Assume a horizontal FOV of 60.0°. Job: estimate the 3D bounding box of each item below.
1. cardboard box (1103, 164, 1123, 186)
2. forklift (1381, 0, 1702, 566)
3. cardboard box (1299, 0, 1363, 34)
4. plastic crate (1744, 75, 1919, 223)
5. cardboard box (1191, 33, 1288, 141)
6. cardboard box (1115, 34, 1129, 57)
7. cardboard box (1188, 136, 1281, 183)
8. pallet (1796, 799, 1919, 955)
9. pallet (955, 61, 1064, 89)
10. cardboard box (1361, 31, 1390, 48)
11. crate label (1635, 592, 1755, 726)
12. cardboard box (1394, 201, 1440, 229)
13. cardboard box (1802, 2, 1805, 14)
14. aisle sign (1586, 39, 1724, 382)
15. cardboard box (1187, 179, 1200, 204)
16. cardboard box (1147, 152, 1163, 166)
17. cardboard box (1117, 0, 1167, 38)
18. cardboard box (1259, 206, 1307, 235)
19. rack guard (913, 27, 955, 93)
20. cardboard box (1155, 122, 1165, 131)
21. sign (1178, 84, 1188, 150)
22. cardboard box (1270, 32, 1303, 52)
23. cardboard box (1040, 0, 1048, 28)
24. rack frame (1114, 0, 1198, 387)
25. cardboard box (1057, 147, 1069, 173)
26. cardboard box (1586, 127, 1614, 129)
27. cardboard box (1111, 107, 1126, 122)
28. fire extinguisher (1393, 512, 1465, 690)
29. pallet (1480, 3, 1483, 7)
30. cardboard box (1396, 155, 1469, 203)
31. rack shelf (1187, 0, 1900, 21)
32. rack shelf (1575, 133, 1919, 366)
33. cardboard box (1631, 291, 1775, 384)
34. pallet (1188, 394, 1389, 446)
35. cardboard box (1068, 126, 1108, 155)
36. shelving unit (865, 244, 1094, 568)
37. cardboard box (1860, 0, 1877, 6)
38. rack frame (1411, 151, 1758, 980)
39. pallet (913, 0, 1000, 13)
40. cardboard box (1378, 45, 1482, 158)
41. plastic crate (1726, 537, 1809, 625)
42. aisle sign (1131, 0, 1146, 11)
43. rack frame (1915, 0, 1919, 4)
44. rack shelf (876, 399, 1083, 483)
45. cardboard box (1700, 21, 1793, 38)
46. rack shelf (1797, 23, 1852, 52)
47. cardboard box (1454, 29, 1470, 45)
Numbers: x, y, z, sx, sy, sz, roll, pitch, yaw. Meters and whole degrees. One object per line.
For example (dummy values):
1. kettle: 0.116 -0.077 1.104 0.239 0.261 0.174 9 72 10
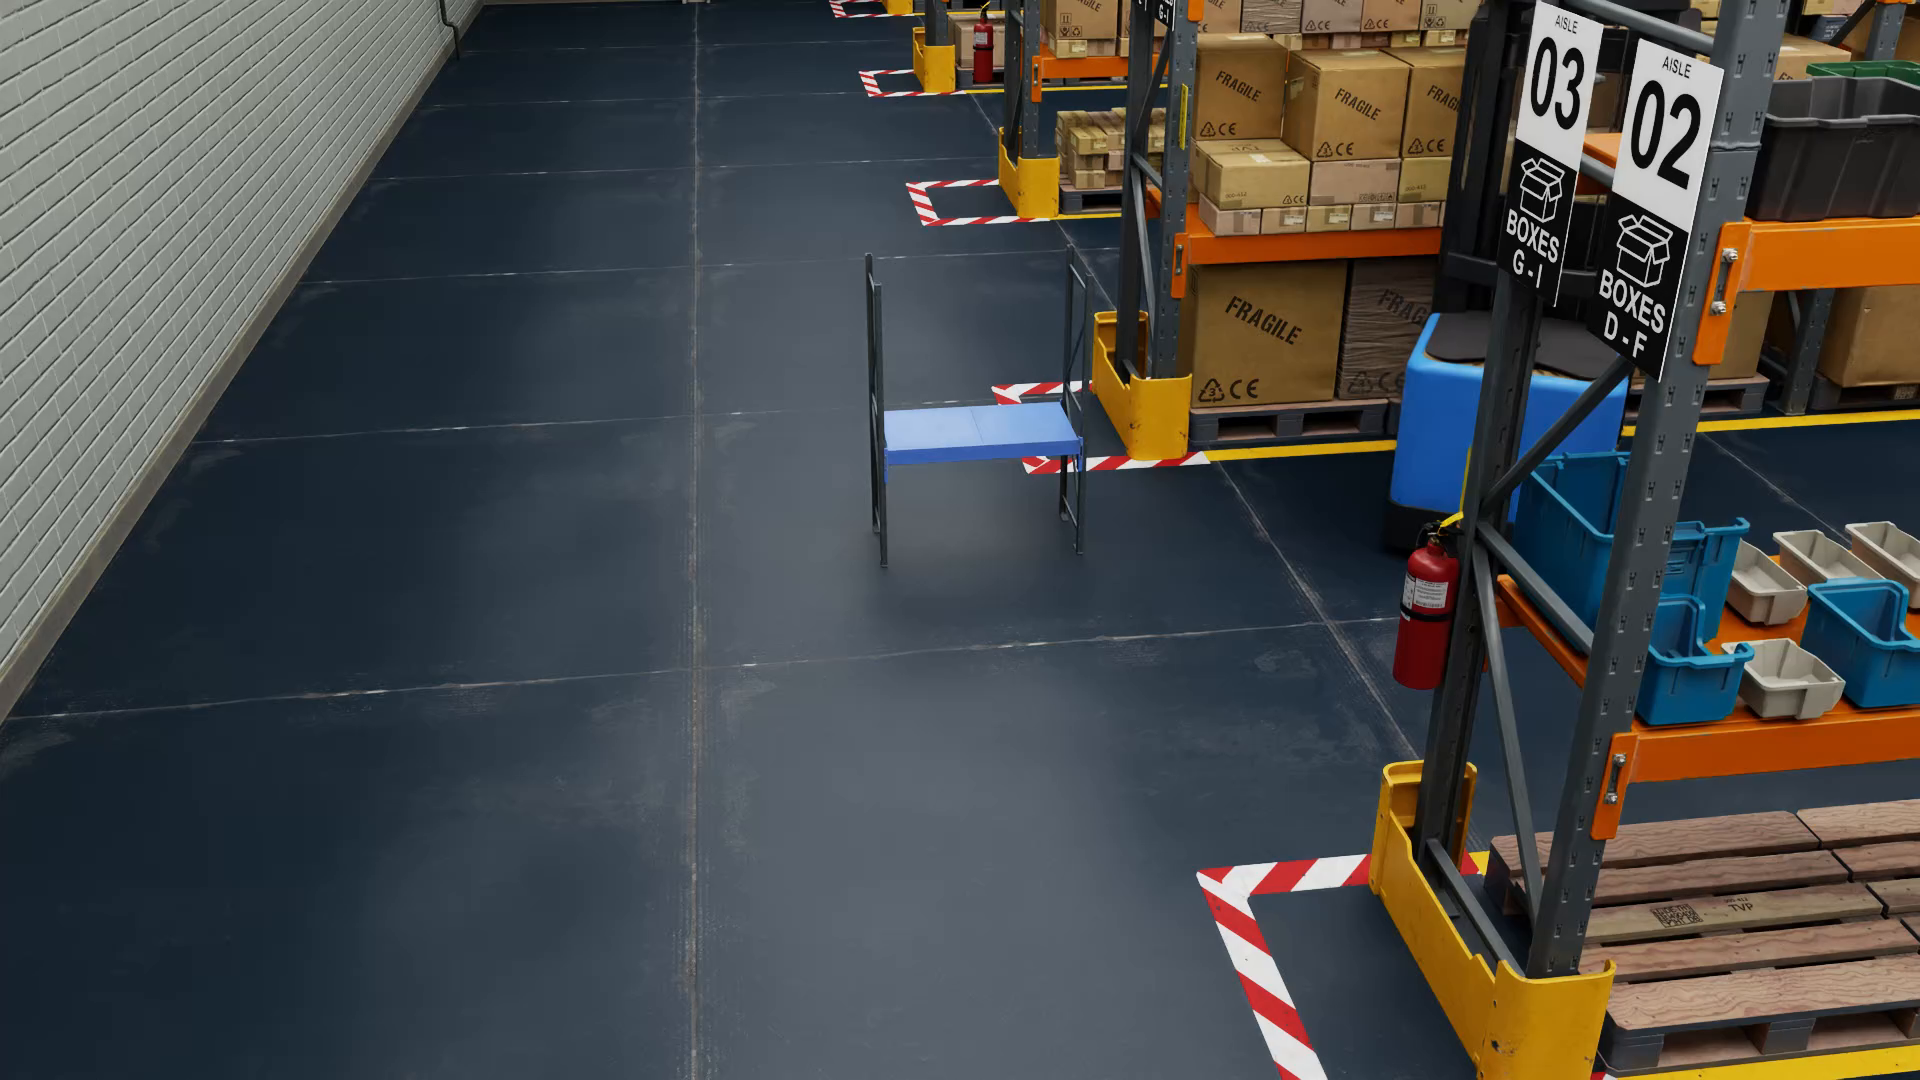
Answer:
1. cardboard box: 1.327 -3.175 14.314 0.250 0.149 0.380 -4 27 -7
2. forklift: 3.210 -1.764 8.978 1.130 2.935 3.031 11 29 20
3. cardboard box: 3.030 -4.523 13.844 0.500 0.500 0.500 -4 27 -7
4. plastic crate: 2.217 -1.001 4.273 0.590 0.269 0.497 -4 27 -7
5. cardboard box: 1.553 -2.614 9.576 0.500 0.500 0.500 -3 27 -6
6. cardboard box: 1.403 -4.102 13.735 0.250 0.149 0.380 -4 27 -9
7. cardboard box: 1.550 -2.282 9.749 0.500 0.250 0.500 -4 27 -8
8. pallet: 3.825 1.303 5.978 1.213 0.211 1.003 -4 27 -7
9. pallet: 0.507 -5.391 19.025 1.213 0.211 1.003 -4 27 -7
10. cardboard box: 3.449 -4.292 14.103 0.250 0.149 0.380 -4 27 -9
11. crate label: 2.087 0.355 4.891 0.303 0.233 0.416 -4 27 -7
12. cardboard box: 2.522 -1.893 9.429 0.250 0.149 0.380 -4 27 -8
13. cardboard box: 6.999 -4.595 14.235 0.250 0.149 0.380 -5 28 -9
14. aisle sign: 1.767 -0.844 4.261 0.004 0.787 0.394 -4 27 -7
15. cardboard box: 1.414 -2.125 9.881 0.250 0.149 0.380 -3 27 -6
16. cardboard box: 1.580 -3.329 14.290 0.250 0.149 0.380 -3 27 -6
17. cardboard box: 1.526 -4.440 13.682 0.500 0.500 0.500 -4 27 -7
18. cardboard box: 1.758 -1.844 9.333 0.250 0.149 0.380 -4 27 -8
19. rack guard: -0.297 -5.432 18.788 0.348 0.500 1.175 -4 27 -7
20. cardboard box: 1.840 -3.460 14.219 0.250 0.149 0.380 -5 28 -10
21. sign: 1.178 -2.234 8.784 0.005 0.325 0.100 -4 27 -7
22. cardboard box: 2.689 -4.201 13.926 0.250 0.149 0.380 -3 27 -6
23. cardboard box: 0.925 -4.636 14.063 0.500 0.500 0.500 -3 27 -6
24. rack frame: 1.107 -2.065 9.489 0.127 3.000 1.000 -4 27 -7
25. cardboard box: 1.008 -3.360 14.676 0.250 0.149 0.380 -3 27 -6
26. cardboard box: 3.561 -2.409 9.997 0.500 0.250 0.500 -3 27 -6
27. cardboard box: 1.501 -3.709 14.704 0.250 0.149 0.380 -4 27 -8
28. fire extinguisher: 1.584 0.178 5.610 0.183 0.674 0.296 -4 27 -7
29. pallet: 5.254 -4.466 14.378 1.213 0.211 1.003 -4 27 -7
30. cardboard box: 2.632 -2.106 9.407 0.500 0.250 0.500 -5 28 -9
31. rack shelf: 3.088 -3.207 9.217 4.000 0.370 1.077 -4 27 -7
32. rack shelf: 3.778 -0.968 4.853 4.000 0.370 1.077 -4 27 -7
33. cardboard box: 4.403 -1.555 10.363 0.875 0.875 0.875 -4 27 -7
34. pallet: 1.888 -0.911 10.294 1.213 0.211 1.003 -4 27 -7
35. cardboard box: 1.082 -3.377 14.056 0.250 0.149 0.380 -5 28 -9
36. shelving unit: 0.084 -0.673 8.418 1.048 1.500 0.538 -4 27 -7
37. cardboard box: 7.768 -4.644 14.330 0.250 0.149 0.380 -4 27 -7
38. rack frame: 1.797 0.174 5.125 0.127 3.000 1.000 -4 27 -7
39. pallet: -0.104 -7.604 23.339 1.213 0.211 1.003 -4 27 -7
40. cardboard box: 2.627 -2.440 9.237 0.500 0.500 0.500 -4 27 -9
41. plastic crate: 2.579 0.131 5.433 0.243 0.136 0.396 -4 27 -7
42. aisle sign: 0.994 -3.353 9.151 0.004 0.787 0.394 -4 27 -7
43. rack frame: 8.438 -4.823 14.863 0.127 3.000 1.000 -4 27 -7
44. rack shelf: 0.084 -0.513 8.500 1.000 0.185 0.538 -4 27 -7
45. cardboard box: 4.558 -2.804 9.946 0.500 0.500 0.500 -4 27 -7
46. rack shelf: 6.458 -4.375 14.780 4.000 0.370 1.077 -4 27 -7
47. cardboard box: 4.227 -4.333 14.183 0.250 0.149 0.380 -4 27 -8
